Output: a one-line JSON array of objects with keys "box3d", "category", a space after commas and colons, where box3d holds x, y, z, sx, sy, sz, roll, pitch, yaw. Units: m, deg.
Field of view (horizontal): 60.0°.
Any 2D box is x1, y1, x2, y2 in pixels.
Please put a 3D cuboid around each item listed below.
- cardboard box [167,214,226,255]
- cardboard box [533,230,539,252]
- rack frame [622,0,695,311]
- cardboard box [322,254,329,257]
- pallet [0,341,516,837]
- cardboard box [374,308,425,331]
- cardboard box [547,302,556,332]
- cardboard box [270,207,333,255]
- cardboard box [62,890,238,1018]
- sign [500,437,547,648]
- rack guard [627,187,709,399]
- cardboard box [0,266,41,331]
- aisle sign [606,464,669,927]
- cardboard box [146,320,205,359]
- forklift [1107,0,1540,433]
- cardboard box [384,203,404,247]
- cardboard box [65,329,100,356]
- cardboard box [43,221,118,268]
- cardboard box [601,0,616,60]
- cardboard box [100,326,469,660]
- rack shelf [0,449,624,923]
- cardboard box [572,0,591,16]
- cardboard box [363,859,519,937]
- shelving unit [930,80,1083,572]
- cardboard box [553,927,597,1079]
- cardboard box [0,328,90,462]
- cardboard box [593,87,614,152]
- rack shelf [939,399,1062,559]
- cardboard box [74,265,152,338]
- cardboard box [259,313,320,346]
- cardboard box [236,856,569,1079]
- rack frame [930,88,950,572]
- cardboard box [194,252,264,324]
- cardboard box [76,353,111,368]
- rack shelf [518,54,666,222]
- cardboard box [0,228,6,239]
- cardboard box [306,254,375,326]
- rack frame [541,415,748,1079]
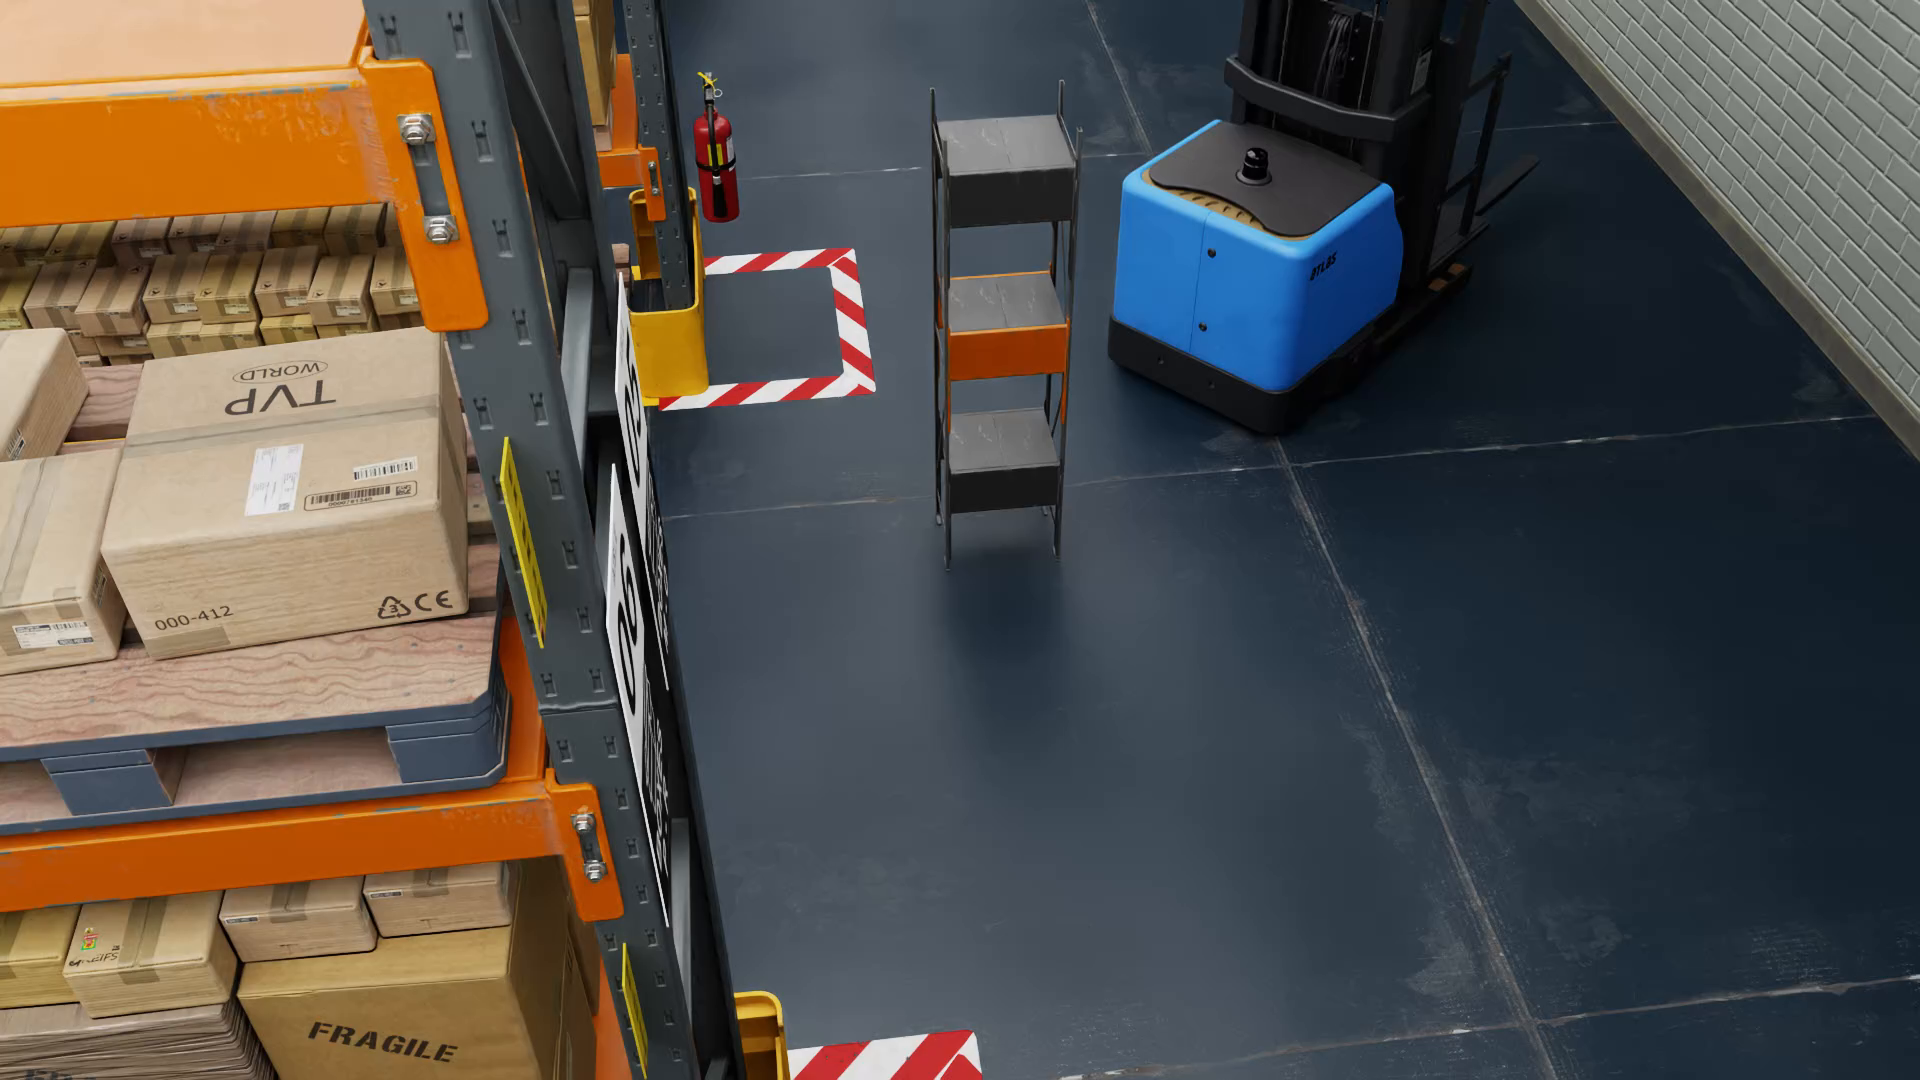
[{"box3d": [-3.783, -1.557, 8.322, 0.250, 0.149, 0.380, -6, 42, -7], "category": "cardboard box"}, {"box3d": [-2.169, -1.340, 8.082, 0.250, 0.149, 0.380, -4, 42, -5], "category": "cardboard box"}, {"box3d": [-1.420, -2.220, 7.687, 0.127, 3.000, 1.000, -5, 42, -6], "category": "rack frame"}, {"box3d": [-3.266, -1.399, 8.370, 0.250, 0.149, 0.380, -3, 42, -3], "category": "cardboard box"}, {"box3d": [-1.412, 0.049, 2.998, 1.213, 0.211, 1.003, -5, 42, -6], "category": "pallet"}, {"box3d": [-2.701, -1.191, 8.139, 0.250, 0.149, 0.380, -5, 42, -6], "category": "cardboard box"}, {"box3d": [-1.906, -1.192, 8.140, 0.250, 0.149, 0.380, -6, 42, -7], "category": "cardboard box"}, {"box3d": [-3.286, -1.591, 8.360, 0.250, 0.149, 0.380, -4, 42, -5], "category": "cardboard box"}, {"box3d": [-1.502, 0.690, 3.155, 0.250, 0.149, 0.380, -5, 42, -6], "category": "cardboard box"}, {"box3d": [-0.621, 0.007, 2.376, 0.005, 0.325, 0.100, -5, 42, -6], "category": "sign"}, {"box3d": [-1.495, -1.285, 8.517, 0.348, 0.500, 1.175, -5, 42, -6], "category": "rack guard"}, {"box3d": [-4.493, -1.122, 7.841, 0.250, 0.149, 0.380, -6, 42, -6], "category": "cardboard box"}, {"box3d": [-0.566, 0.293, 2.960, 0.004, 0.787, 0.394, -5, 42, -6], "category": "aisle sign"}, {"box3d": [-3.707, -1.036, 7.967, 0.250, 0.149, 0.380, -5, 42, -6], "category": "cardboard box"}, {"box3d": [2.092, -2.508, 8.057, 1.130, 2.935, 3.031, 30, 50, 29], "category": "forklift"}, {"box3d": [-2.743, -1.601, 8.372, 0.250, 0.149, 0.380, -7, 43, -8], "category": "cardboard box"}, {"box3d": [-4.241, -1.048, 7.980, 0.250, 0.149, 0.380, -7, 43, -8], "category": "cardboard box"}, {"box3d": [-4.306, -1.440, 8.193, 0.250, 0.149, 0.380, -4, 42, -4], "category": "cardboard box"}, {"box3d": [-1.901, -2.512, 7.714, 0.500, 0.500, 0.500, -3, 42, -3], "category": "cardboard box"}, {"box3d": [-1.113, -0.094, 2.814, 0.500, 0.250, 0.500, -9, 43, -9], "category": "cardboard box"}, {"box3d": [-2.661, 0.386, 3.096, 4.000, 0.370, 1.077, -5, 42, -6], "category": "rack shelf"}, {"box3d": [-1.842, -2.534, 6.992, 0.500, 0.500, 0.500, -6, 42, -6], "category": "cardboard box"}, {"box3d": [-1.008, 0.574, 3.284, 0.250, 0.149, 0.380, -4, 42, -5], "category": "cardboard box"}, {"box3d": [0.164, -0.794, 6.778, 0.503, 2.100, 0.431, -5, 42, -6], "category": "shelving unit"}, {"box3d": [-1.122, 1.239, 3.777, 0.500, 0.500, 0.500, -5, 42, -5], "category": "cardboard box"}, {"box3d": [-1.787, -0.213, 3.022, 0.250, 0.149, 0.380, -4, 42, -4], "category": "cardboard box"}, {"box3d": [-1.707, -1.911, 7.531, 0.250, 0.149, 0.380, -5, 42, -5], "category": "cardboard box"}, {"box3d": [0.164, -0.264, 7.256, 0.480, 0.518, 0.431, -5, 42, -6], "category": "rack shelf"}, {"box3d": [-3.974, -1.128, 7.847, 0.250, 0.149, 0.380, -4, 42, -5], "category": "cardboard box"}, {"box3d": [-3.190, -1.083, 8.019, 0.250, 0.149, 0.380, -3, 42, -3], "category": "cardboard box"}, {"box3d": [-1.125, 0.850, 3.462, 0.500, 0.500, 0.500, -4, 42, -4], "category": "cardboard box"}, {"box3d": [-0.078, -0.773, 6.754, 0.015, 2.100, 0.400, -5, 42, -6], "category": "rack frame"}, {"box3d": [-3.465, -1.202, 7.929, 0.250, 0.149, 0.380, -5, 42, -5], "category": "cardboard box"}, {"box3d": [-4.235, -0.923, 8.063, 0.250, 0.149, 0.380, -6, 42, -6], "category": "cardboard box"}, {"box3d": [-3.403, -1.779, 7.735, 4.000, 0.370, 1.077, -5, 42, -6], "category": "rack shelf"}, {"box3d": [-4.819, -1.443, 8.196, 0.250, 0.149, 0.380, -5, 42, -5], "category": "cardboard box"}, {"box3d": [-2.933, -1.193, 7.919, 0.250, 0.149, 0.380, -4, 42, -4], "category": "cardboard box"}, {"box3d": [-0.678, 1.059, 4.052, 0.127, 3.000, 1.000, -5, 42, -6], "category": "rack frame"}]
